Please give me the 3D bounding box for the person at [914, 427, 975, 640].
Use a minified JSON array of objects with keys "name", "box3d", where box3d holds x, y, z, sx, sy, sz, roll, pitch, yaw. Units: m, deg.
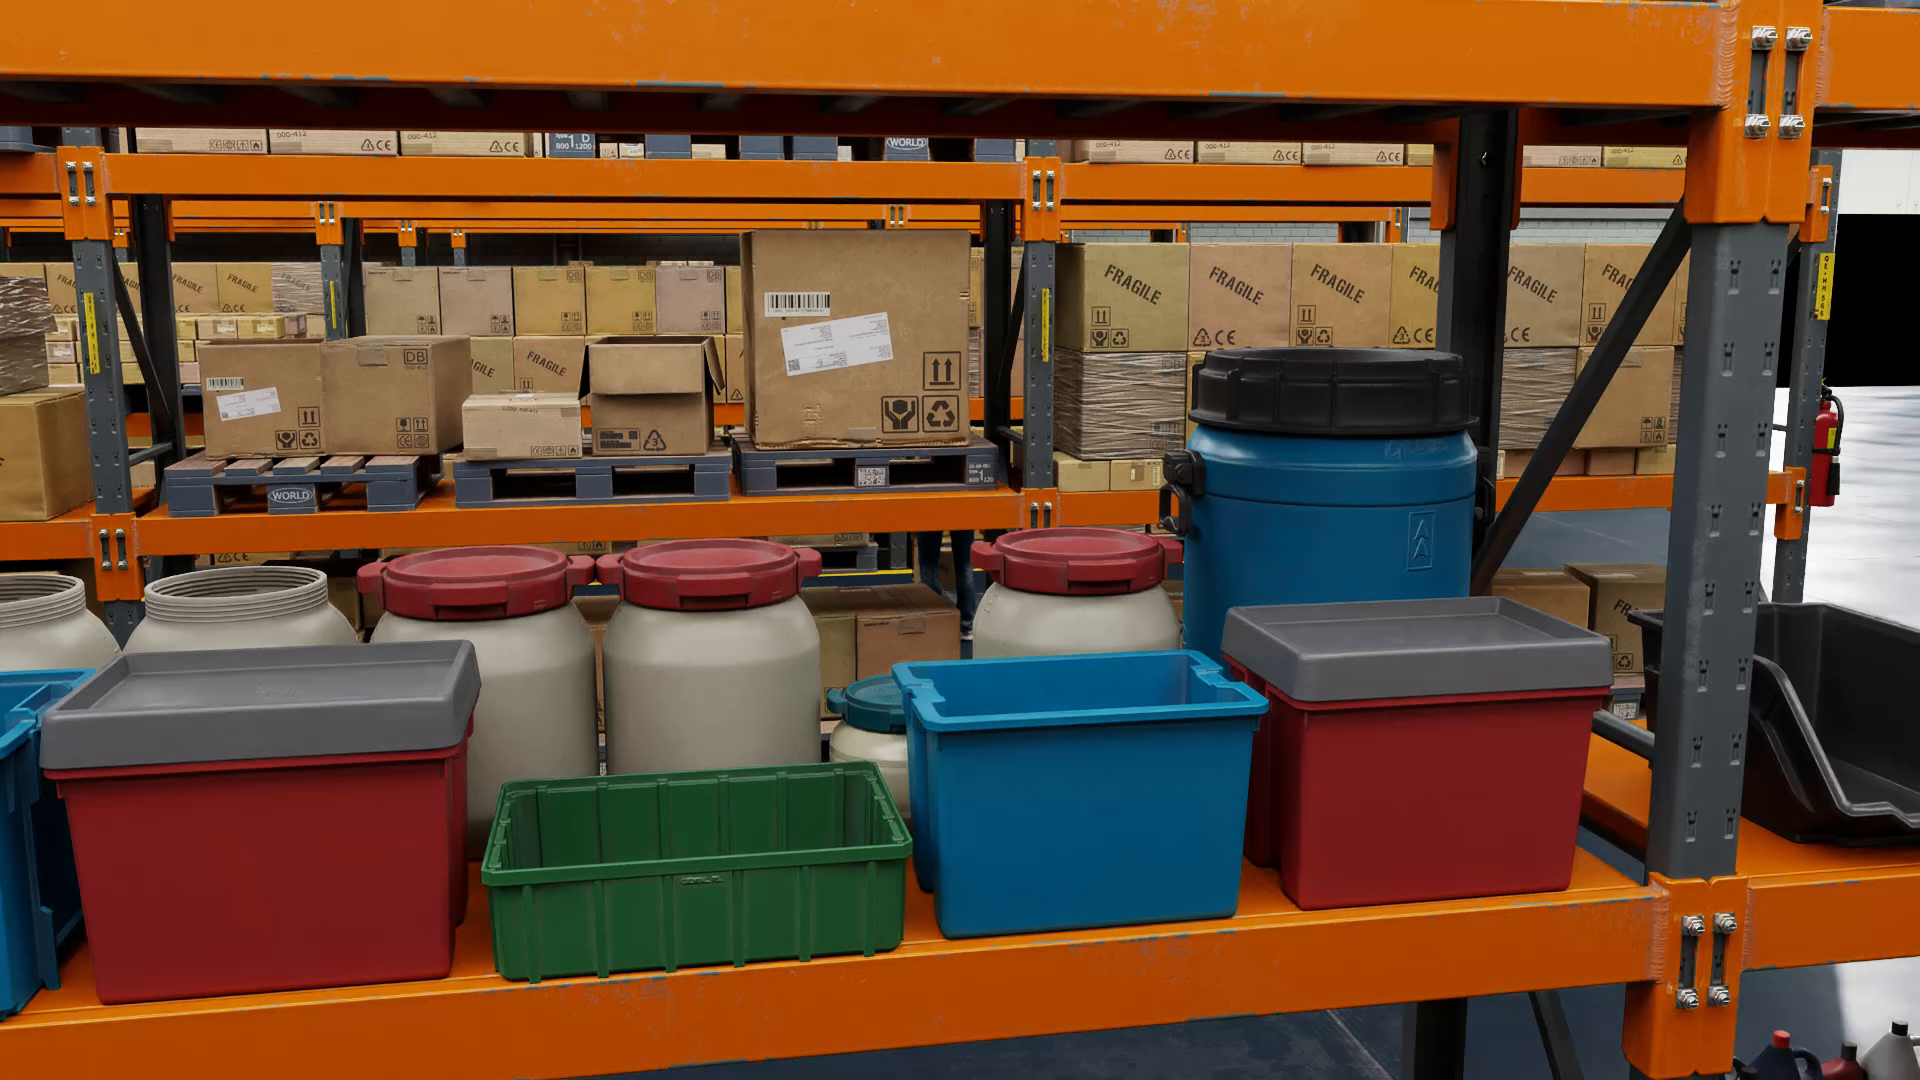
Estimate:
[{"name":"person","box3d":[-0.093,-0.157,10.321,0.453,1.597,0.343,-2,10,-13]}]
